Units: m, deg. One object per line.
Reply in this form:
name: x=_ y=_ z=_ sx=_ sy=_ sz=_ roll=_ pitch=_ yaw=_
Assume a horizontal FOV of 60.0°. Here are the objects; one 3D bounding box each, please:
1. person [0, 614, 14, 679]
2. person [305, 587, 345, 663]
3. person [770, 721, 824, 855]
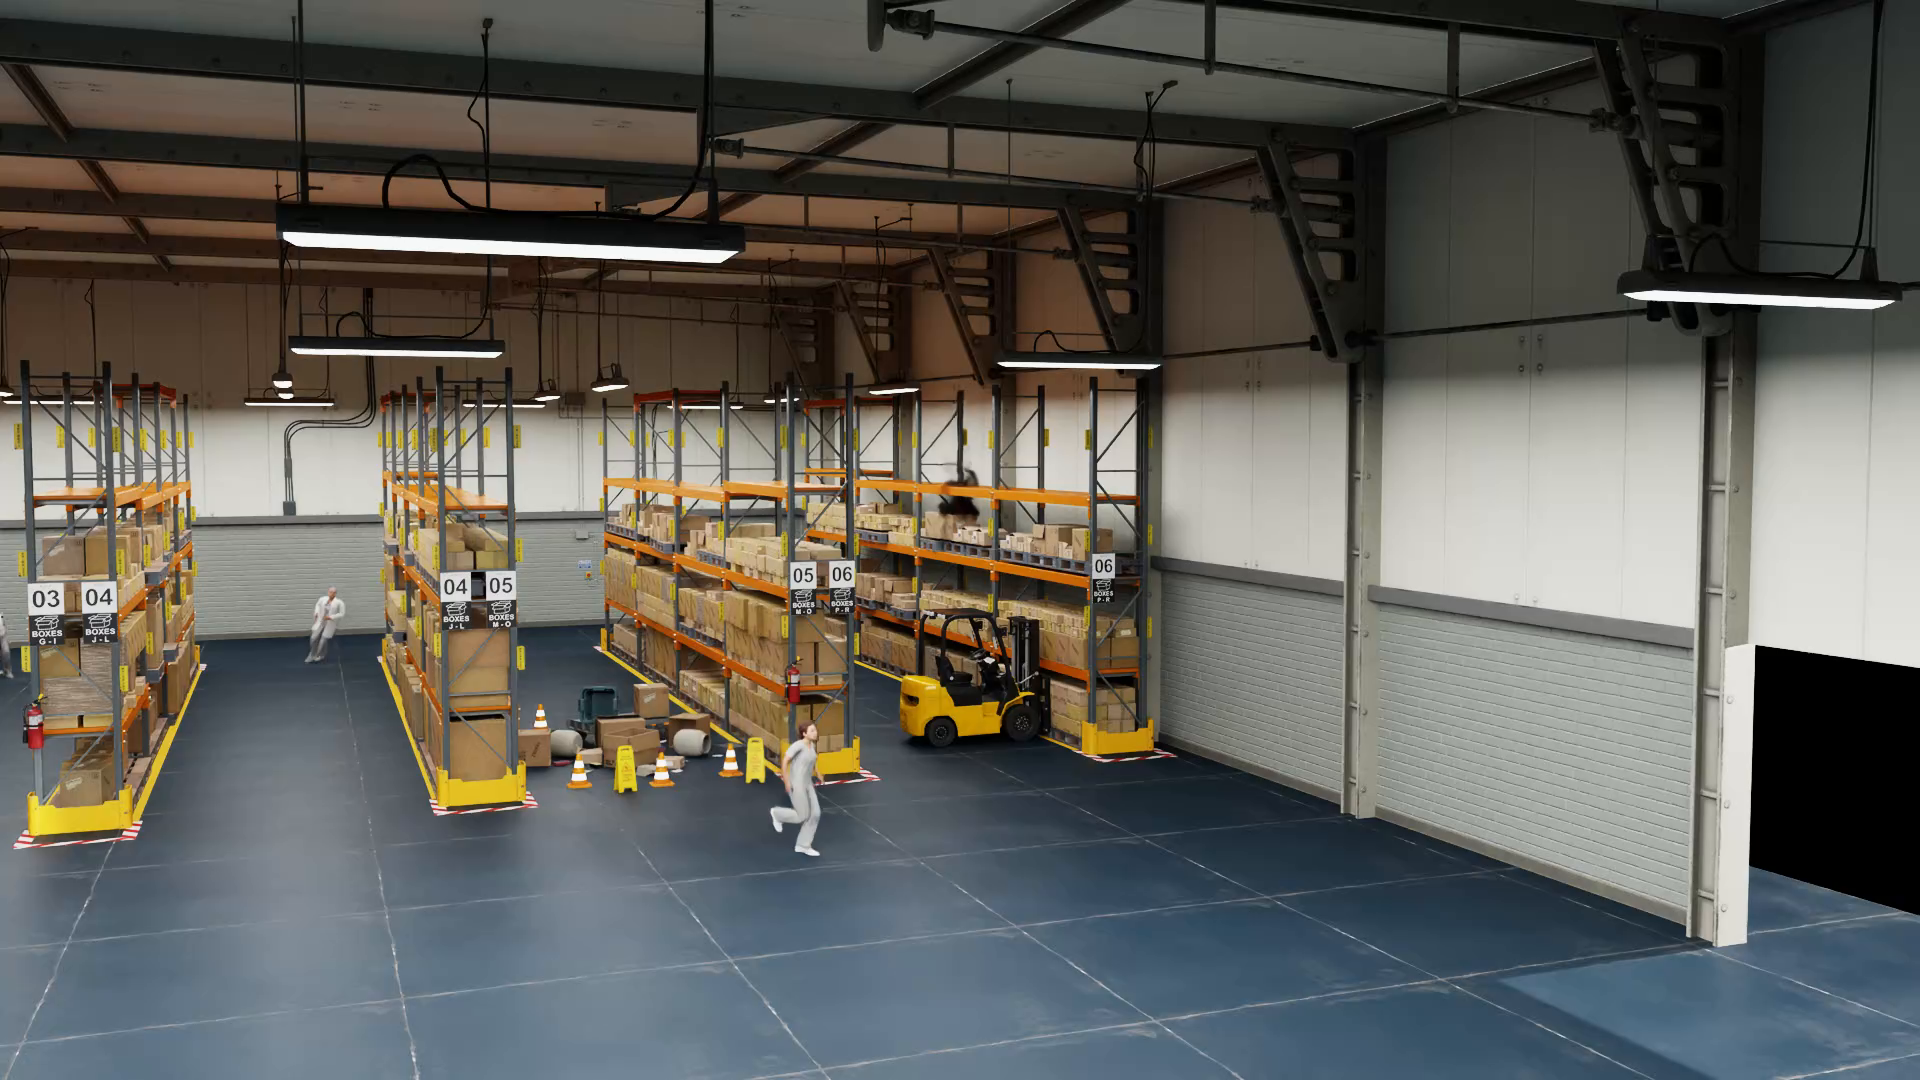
person: x=-20.312 y=2.049 z=34.883 sx=0.738 sy=1.769 sz=0.654 roll=2 pitch=4 yaw=31
person: x=-14.271 y=1.909 z=37.446 sx=0.879 sy=1.699 sz=0.687 roll=0 pitch=3 yaw=1
person: x=-1.990 y=2.998 z=20.214 sx=0.688 sy=1.629 sz=0.589 roll=2 pitch=4 yaw=29
